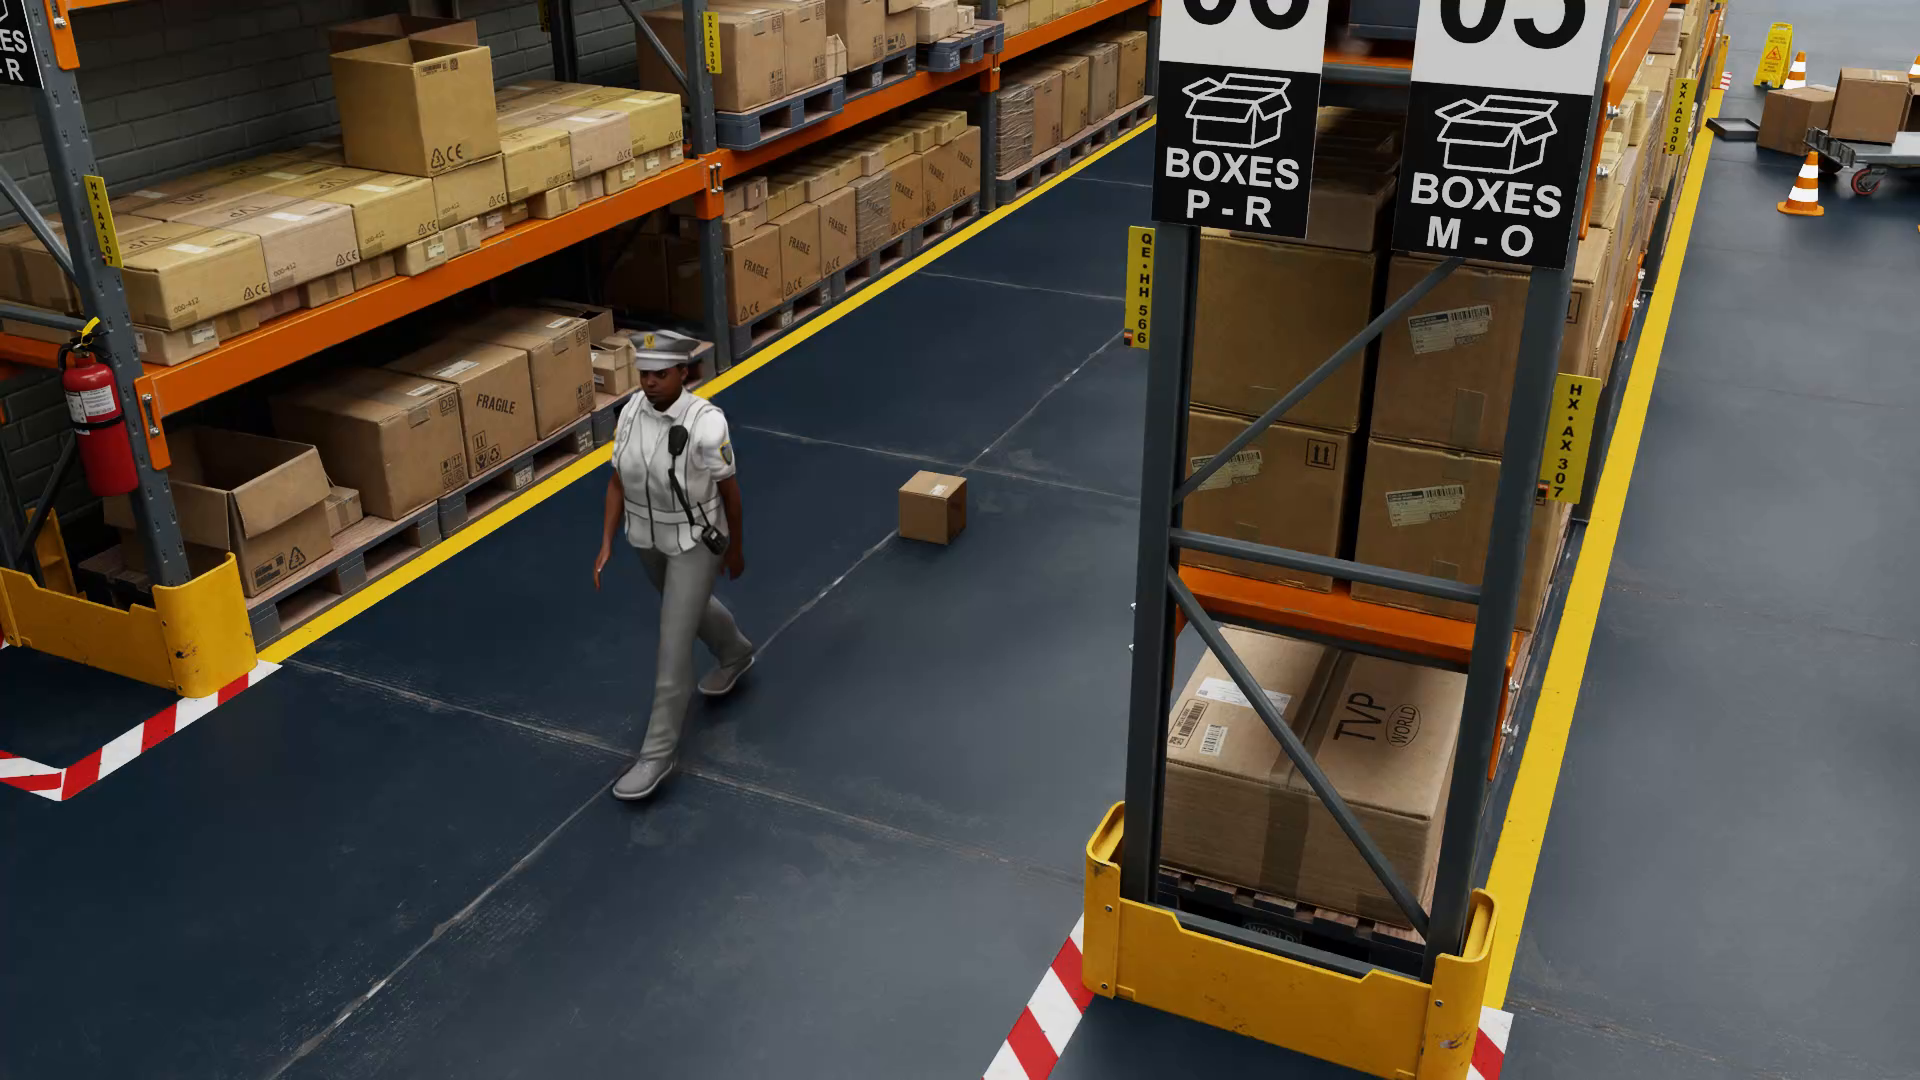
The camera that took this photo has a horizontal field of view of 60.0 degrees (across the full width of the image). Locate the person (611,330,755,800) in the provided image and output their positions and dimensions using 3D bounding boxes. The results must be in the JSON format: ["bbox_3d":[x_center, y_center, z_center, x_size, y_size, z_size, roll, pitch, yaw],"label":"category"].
[{"bbox_3d":[-1.068,0.004,6.041,0.441,1.622,1.019,13,29,25],"label":"person"}]
